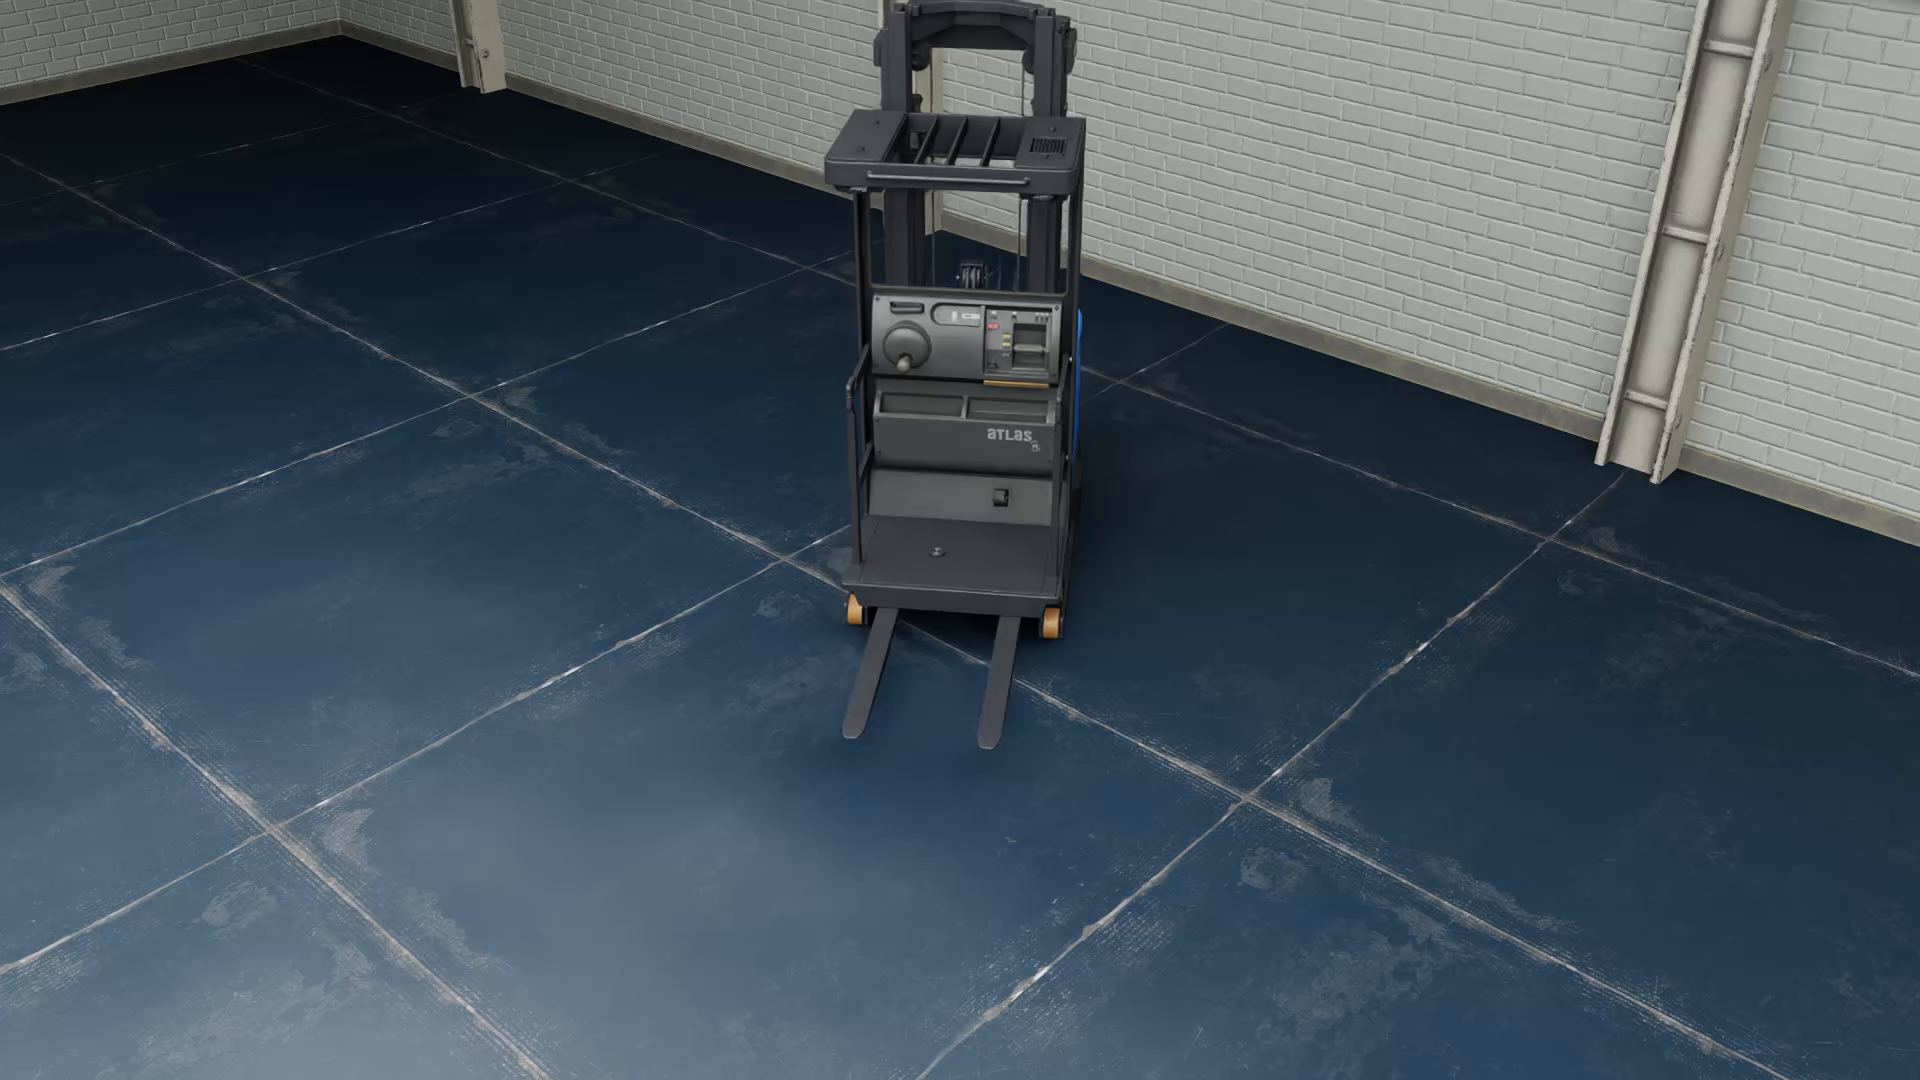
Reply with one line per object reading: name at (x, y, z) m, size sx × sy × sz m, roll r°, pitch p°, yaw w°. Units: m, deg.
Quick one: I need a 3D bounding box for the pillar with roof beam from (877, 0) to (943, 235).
pillar with roof beam at (-3.267, -4.741, 8.400) m, size 0.400 × 9.000 × 9.100 m, roll 25°, pitch 39°, yaw 35°

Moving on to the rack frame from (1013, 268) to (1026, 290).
rack frame at (0.346, -1.063, 9.838) m, size 0.006 × 1.200 × 0.240 m, roll 13°, pitch 30°, yaw 21°

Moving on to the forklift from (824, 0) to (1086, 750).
forklift at (0.005, -0.944, 7.976) m, size 1.130 × 2.935 × 3.031 m, roll 4°, pitch 31°, yaw 6°

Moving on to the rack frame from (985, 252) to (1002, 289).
rack frame at (0.179, -1.101, 9.902) m, size 0.006 × 1.200 × 0.240 m, roll 13°, pitch 30°, yaw 21°

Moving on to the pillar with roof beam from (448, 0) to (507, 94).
pillar with roof beam at (-7.716, -6.818, 11.850) m, size 0.400 × 9.000 × 9.100 m, roll 25°, pitch 39°, yaw 35°

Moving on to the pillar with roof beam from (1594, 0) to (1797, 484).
pillar with roof beam at (1.182, -2.664, 4.951) m, size 0.400 × 9.000 × 9.100 m, roll 25°, pitch 39°, yaw 35°

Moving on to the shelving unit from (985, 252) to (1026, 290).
shelving unit at (0.262, -1.082, 9.870) m, size 0.189 × 1.200 × 0.258 m, roll 13°, pitch 30°, yaw 21°
